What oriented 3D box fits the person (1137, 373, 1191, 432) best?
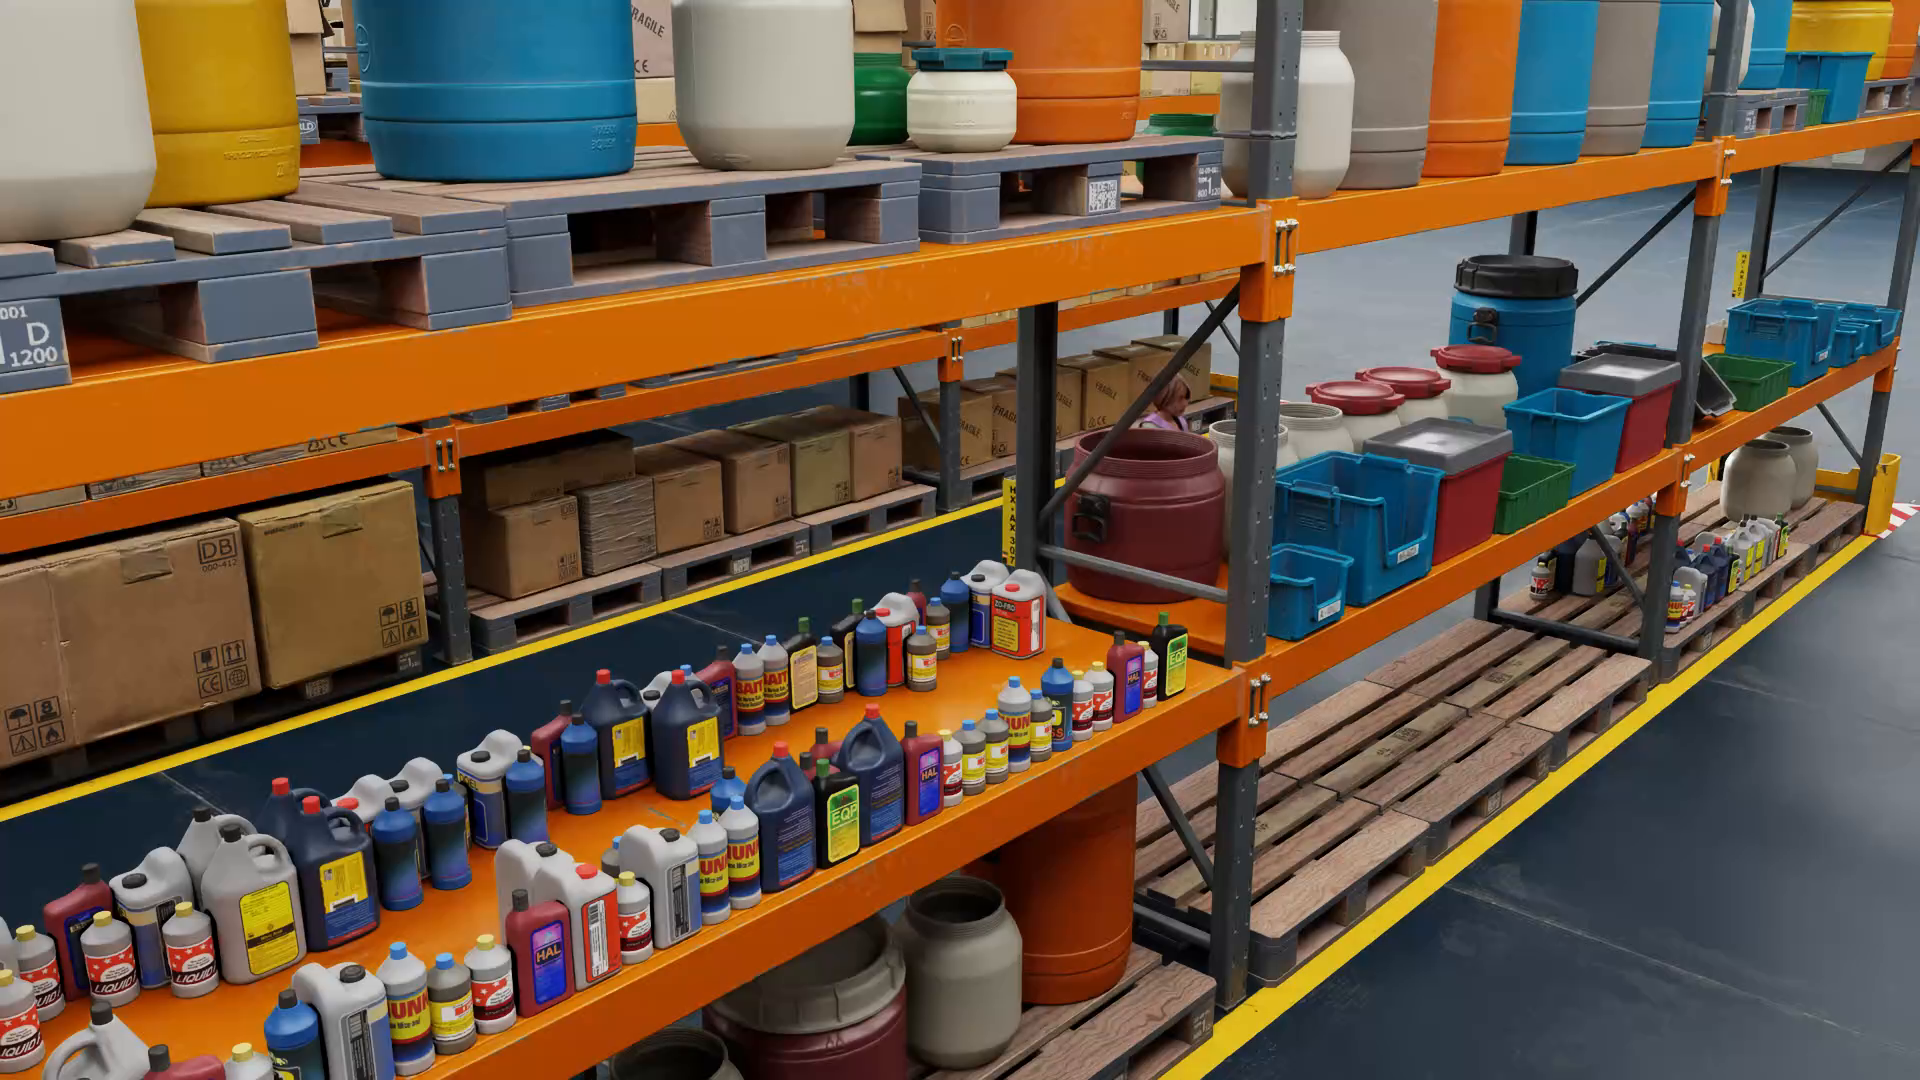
[{"bbox_3d":[1.170,-0.118,8.919,0.637,1.590,0.429,9,19,27],"label":"person"}]
